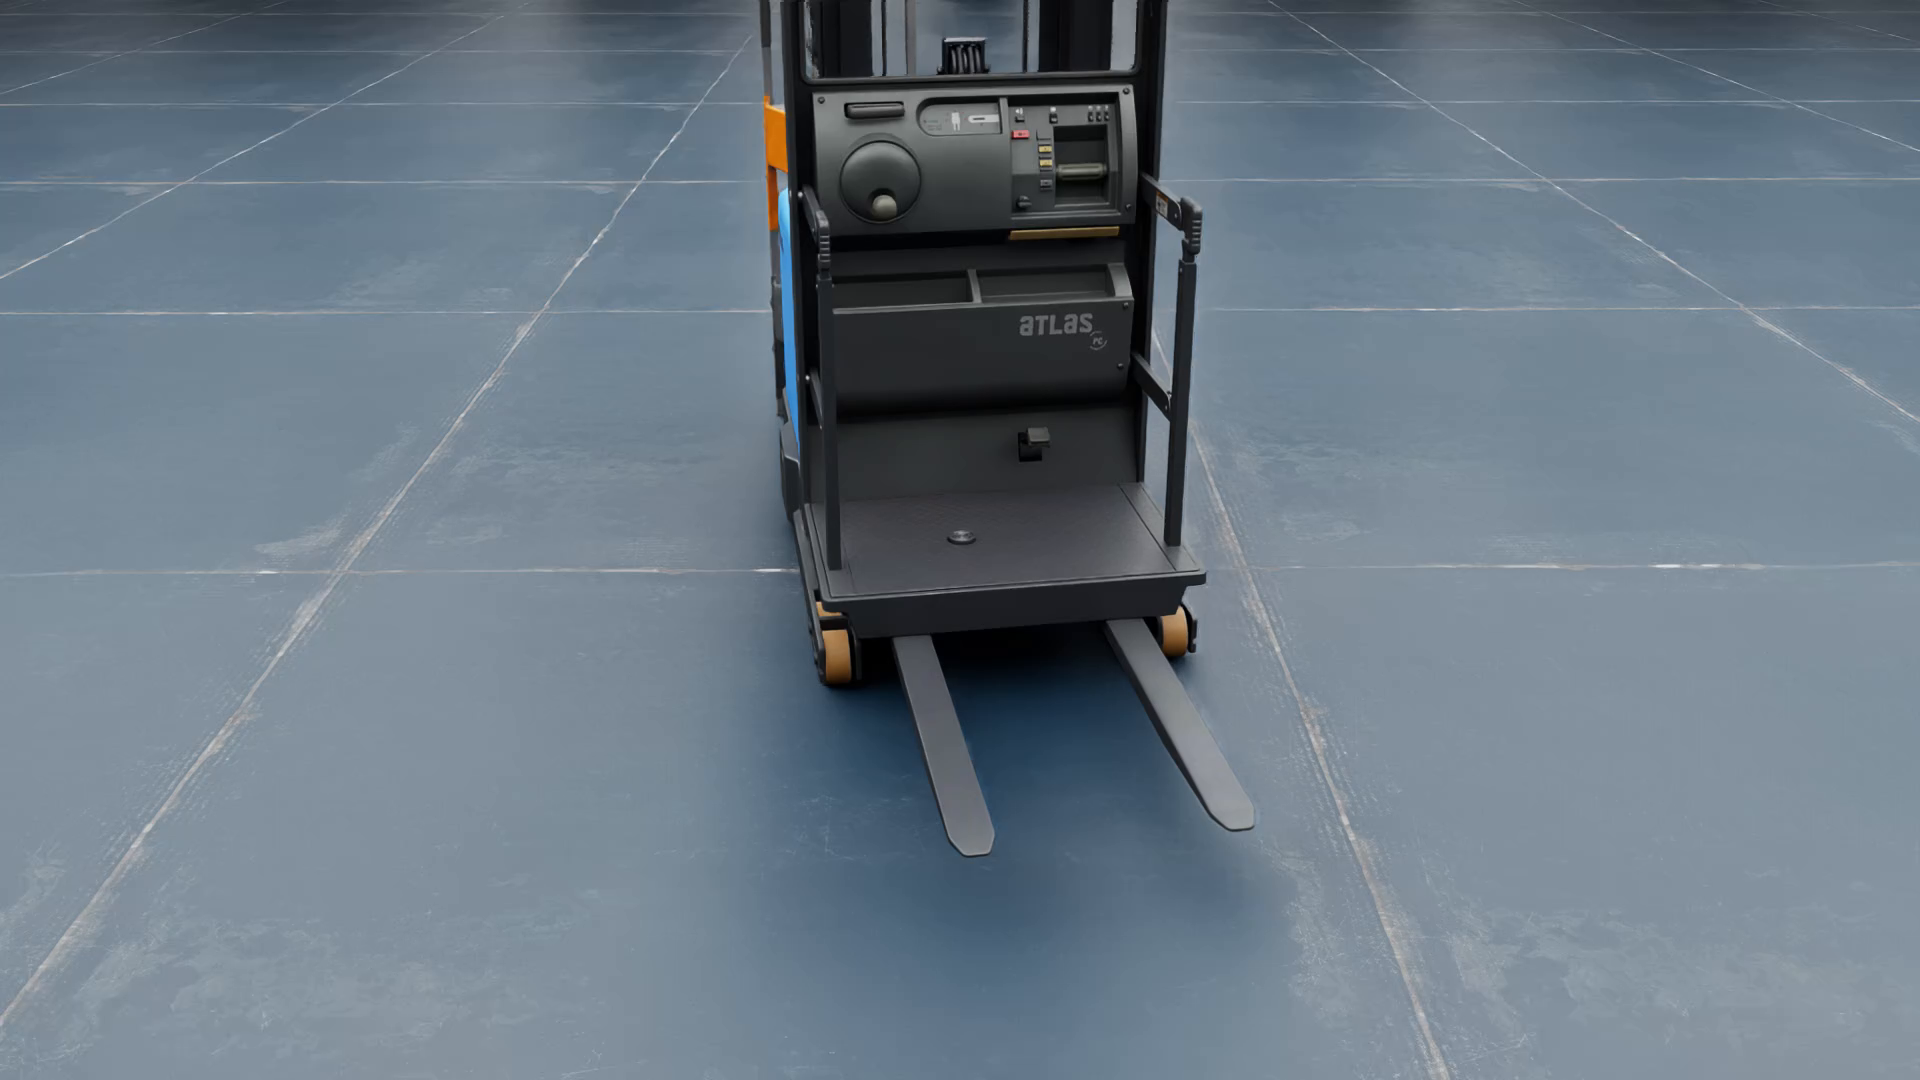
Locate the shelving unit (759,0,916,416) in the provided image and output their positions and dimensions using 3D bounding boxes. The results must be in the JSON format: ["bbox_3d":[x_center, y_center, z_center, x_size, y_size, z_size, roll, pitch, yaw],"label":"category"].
[{"bbox_3d":[-0.458,-1.424,6.347,0.431,2.100,0.503,-12,27,-26],"label":"shelving unit"}]

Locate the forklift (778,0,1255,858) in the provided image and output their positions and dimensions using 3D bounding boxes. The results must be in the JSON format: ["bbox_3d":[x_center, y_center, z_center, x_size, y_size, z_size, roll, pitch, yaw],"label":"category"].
[{"bbox_3d":[0.087,-1.073,4.566,1.130,2.935,3.031,-4,25,-9],"label":"forklift"}]

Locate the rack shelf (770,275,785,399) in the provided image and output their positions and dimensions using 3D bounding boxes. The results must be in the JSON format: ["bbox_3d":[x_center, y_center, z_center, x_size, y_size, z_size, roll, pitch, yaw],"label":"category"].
[{"bbox_3d":[-0.462,-0.773,6.639,0.431,0.518,0.480,-12,27,-26],"label":"rack shelf"}]

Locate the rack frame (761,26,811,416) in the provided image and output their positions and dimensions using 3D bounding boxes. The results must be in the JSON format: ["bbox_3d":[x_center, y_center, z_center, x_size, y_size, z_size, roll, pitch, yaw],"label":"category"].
[{"bbox_3d":[-0.574,-1.512,6.543,0.400,2.100,0.015,-12,27,-26],"label":"rack frame"}]

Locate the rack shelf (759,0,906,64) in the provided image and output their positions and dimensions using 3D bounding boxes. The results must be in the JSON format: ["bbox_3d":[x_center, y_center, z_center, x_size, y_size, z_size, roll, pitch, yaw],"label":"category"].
[{"bbox_3d":[-0.455,-2.050,6.066,0.431,0.518,0.480,-12,27,-26],"label":"rack shelf"}]

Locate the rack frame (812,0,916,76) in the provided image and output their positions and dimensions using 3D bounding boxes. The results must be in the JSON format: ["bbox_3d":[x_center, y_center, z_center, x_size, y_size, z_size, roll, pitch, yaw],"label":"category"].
[{"bbox_3d":[-0.342,-1.335,6.151,0.400,2.100,0.015,-12,27,-26],"label":"rack frame"}]

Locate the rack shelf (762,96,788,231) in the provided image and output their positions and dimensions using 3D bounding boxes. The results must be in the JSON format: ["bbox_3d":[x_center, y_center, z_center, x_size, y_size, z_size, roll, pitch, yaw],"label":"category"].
[{"bbox_3d":[-0.458,-1.411,6.353,0.431,0.518,0.480,-12,27,-26],"label":"rack shelf"}]
